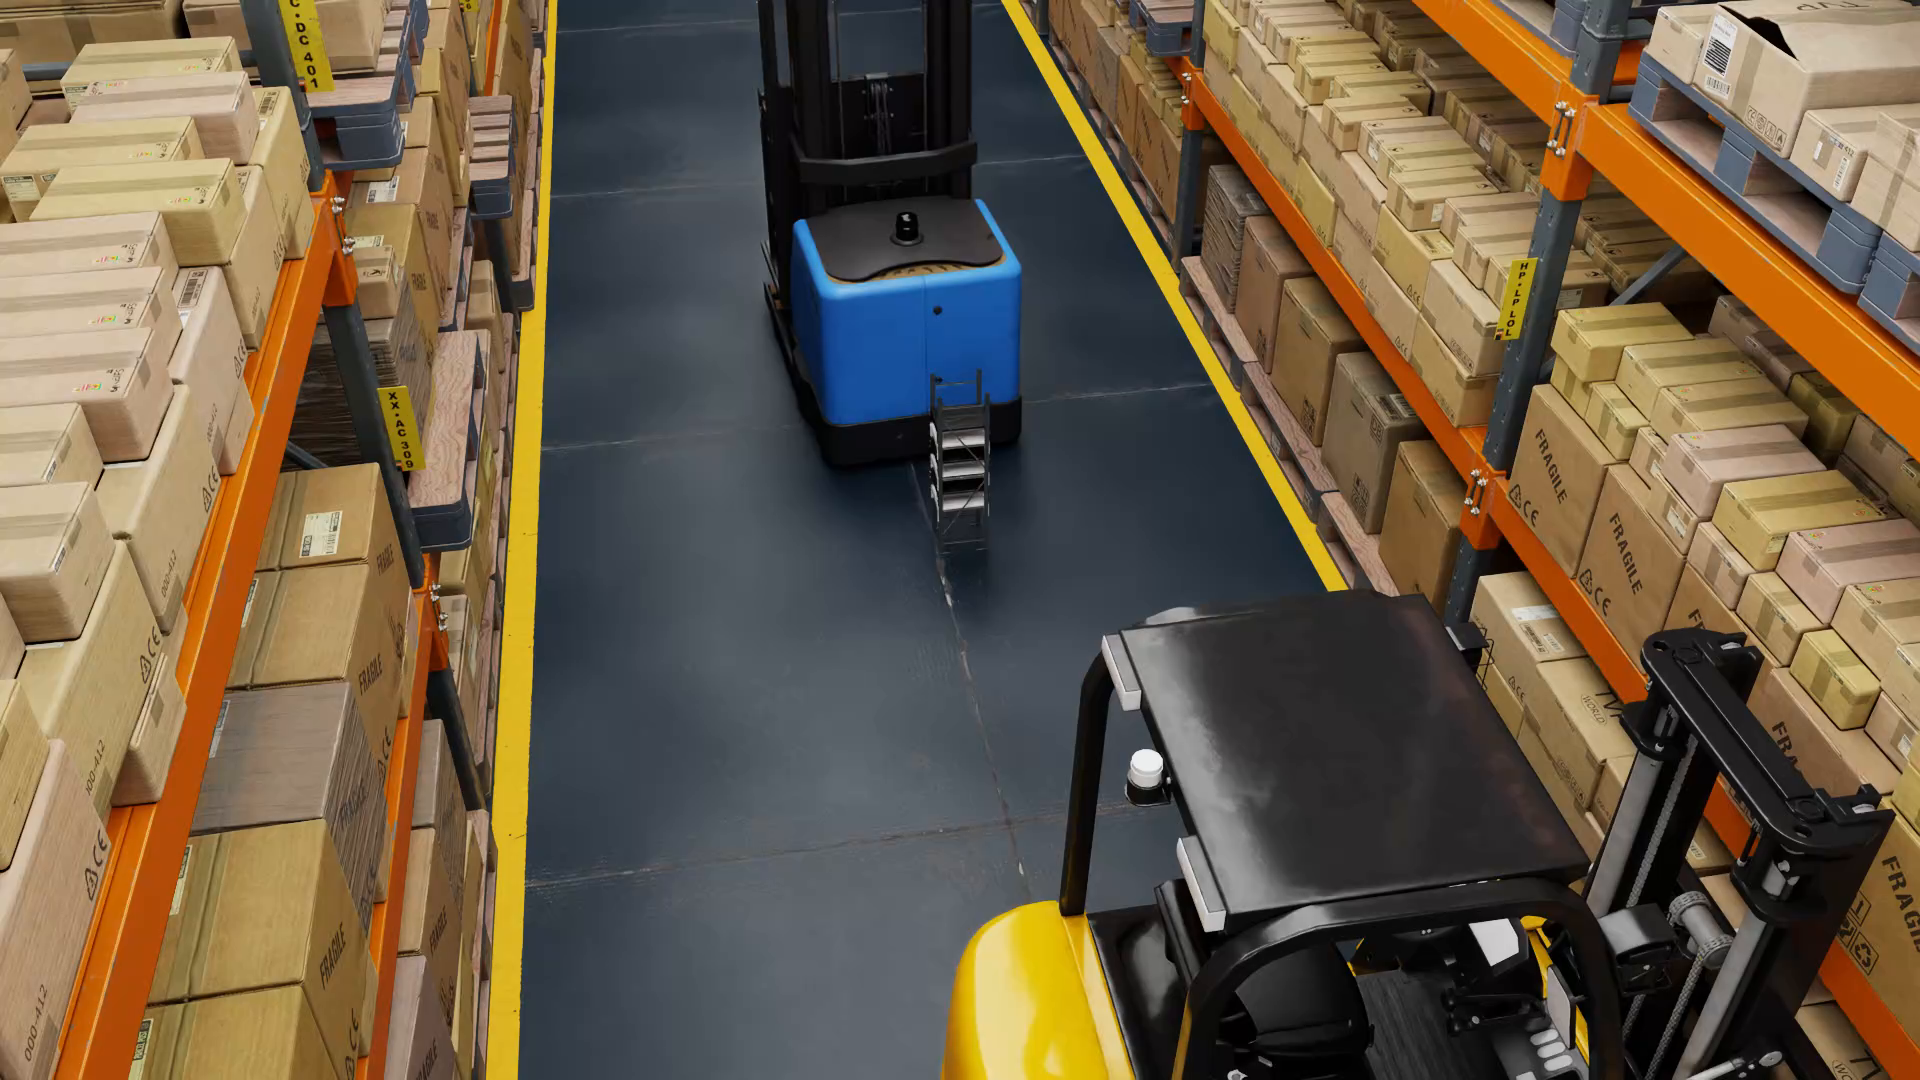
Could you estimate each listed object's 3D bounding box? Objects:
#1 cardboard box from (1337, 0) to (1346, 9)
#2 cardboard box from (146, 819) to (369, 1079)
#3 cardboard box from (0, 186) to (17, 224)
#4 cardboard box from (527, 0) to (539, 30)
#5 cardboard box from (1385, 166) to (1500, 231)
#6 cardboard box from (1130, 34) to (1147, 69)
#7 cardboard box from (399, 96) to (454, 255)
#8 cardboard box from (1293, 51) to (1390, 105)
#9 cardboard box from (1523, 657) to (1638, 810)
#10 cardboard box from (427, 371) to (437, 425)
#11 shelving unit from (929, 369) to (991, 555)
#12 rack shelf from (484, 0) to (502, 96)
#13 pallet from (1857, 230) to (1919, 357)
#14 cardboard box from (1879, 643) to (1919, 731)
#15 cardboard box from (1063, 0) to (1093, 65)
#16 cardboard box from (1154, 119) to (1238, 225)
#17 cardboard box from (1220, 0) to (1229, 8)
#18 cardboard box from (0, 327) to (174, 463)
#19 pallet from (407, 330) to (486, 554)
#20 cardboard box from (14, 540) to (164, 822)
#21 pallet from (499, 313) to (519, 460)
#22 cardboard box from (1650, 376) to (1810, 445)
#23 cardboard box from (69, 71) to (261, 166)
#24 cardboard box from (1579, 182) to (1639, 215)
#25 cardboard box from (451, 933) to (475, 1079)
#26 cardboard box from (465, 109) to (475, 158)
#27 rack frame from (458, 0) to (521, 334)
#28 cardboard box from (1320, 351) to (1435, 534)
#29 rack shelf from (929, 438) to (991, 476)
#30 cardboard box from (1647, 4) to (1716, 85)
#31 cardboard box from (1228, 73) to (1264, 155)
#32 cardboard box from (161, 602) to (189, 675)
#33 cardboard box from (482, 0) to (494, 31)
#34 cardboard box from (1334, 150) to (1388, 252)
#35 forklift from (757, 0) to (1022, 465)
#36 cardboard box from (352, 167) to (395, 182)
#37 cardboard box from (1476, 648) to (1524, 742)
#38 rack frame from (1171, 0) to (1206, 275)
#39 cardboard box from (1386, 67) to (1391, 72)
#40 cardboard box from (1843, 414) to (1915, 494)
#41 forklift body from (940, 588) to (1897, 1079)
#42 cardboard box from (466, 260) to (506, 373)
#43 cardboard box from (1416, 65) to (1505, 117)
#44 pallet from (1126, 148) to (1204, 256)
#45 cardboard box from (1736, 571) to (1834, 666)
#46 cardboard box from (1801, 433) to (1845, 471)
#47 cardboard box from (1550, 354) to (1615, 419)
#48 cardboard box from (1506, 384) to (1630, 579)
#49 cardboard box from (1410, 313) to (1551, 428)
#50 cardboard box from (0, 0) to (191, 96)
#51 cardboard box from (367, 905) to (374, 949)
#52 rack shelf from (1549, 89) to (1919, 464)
[{"bbox_3d":[2.227,-2.885,8.809,0.380,0.149,0.250,-5,38,-7],"label":"cardboard box"},{"bbox_3d":[-1.760,1.058,4.019,0.500,0.500,0.500,-7,38,-9],"label":"cardboard box"},{"bbox_3d":[-2.463,-0.595,3.906,0.500,0.250,0.500,-7,38,-8],"label":"cardboard box"},{"bbox_3d":[-3.777,-4.335,13.031,0.875,0.438,0.875,-7,38,-9],"label":"cardboard box"},{"bbox_3d":[2.007,-1.424,6.928,0.380,0.149,0.250,-7,38,-9],"label":"cardboard box"},{"bbox_3d":[1.352,-3.257,11.063,0.380,0.149,0.250,-7,38,-9],"label":"cardboard box"},{"bbox_3d":[-2.432,-1.507,6.978,0.500,0.500,0.500,-8,39,-10],"label":"cardboard box"},{"bbox_3d":[1.817,-2.203,7.931,0.380,0.149,0.250,-5,38,-7],"label":"cardboard box"},{"bbox_3d":[2.372,0.667,5.931,0.500,0.250,0.500,-6,38,-8],"label":"cardboard box"},{"bbox_3d":[-2.191,-0.544,6.268,0.380,0.149,0.250,-5,38,-7],"label":"cardboard box"},{"bbox_3d":[-0.001,-0.360,7.880,0.258,0.900,0.210,-6,38,-8],"label":"shelving unit"},{"bbox_3d":[-3.422,-3.298,10.537,1.077,0.370,4.000,-6,38,-8],"label":"rack shelf"},{"bbox_3d":[2.902,-0.396,3.842,1.003,0.211,1.213,-6,38,-8],"label":"pallet"},{"bbox_3d":[2.673,0.389,4.352,0.380,0.149,0.250,-6,38,-7],"label":"cardboard box"},{"bbox_3d":[1.080,-3.868,12.379,0.500,0.500,0.500,-7,38,-9],"label":"cardboard box"},{"bbox_3d":[1.529,-2.321,10.388,0.500,0.500,0.500,-5,38,-7],"label":"cardboard box"},{"bbox_3d":[1.581,-2.982,8.933,0.380,0.149,0.250,-5,38,-7],"label":"cardboard box"},{"bbox_3d":[-1.734,-0.264,3.155,0.380,0.149,0.250,-6,38,-7],"label":"cardboard box"},{"bbox_3d":[-2.361,-0.360,6.324,1.003,0.211,1.213,-6,38,-8],"label":"pallet"},{"bbox_3d":[-1.688,0.268,2.795,0.500,0.250,0.500,-5,38,-7],"label":"cardboard box"},{"bbox_3d":[-2.936,-0.801,9.009,1.003,0.211,1.213,-6,38,-8],"label":"pallet"},{"bbox_3d":[2.468,-0.382,5.344,0.380,0.149,0.250,-7,38,-9],"label":"cardboard box"},{"bbox_3d":[-1.978,-1.042,4.156,0.380,0.149,0.250,-7,38,-9],"label":"cardboard box"},{"bbox_3d":[2.627,-1.344,6.825,0.380,0.149,0.250,-6,38,-8],"label":"cardboard box"},{"bbox_3d":[-1.898,1.610,5.531,0.500,0.250,0.500,-7,38,-9],"label":"cardboard box"},{"bbox_3d":[-2.576,-1.967,8.099,0.380,0.149,0.250,-7,38,-8],"label":"cardboard box"},{"bbox_3d":[-3.071,-2.374,8.761,1.000,3.000,0.127,-6,38,-8],"label":"rack frame"},{"bbox_3d":[2.285,-0.506,7.949,0.875,0.625,0.625,-7,38,-8],"label":"cardboard box"},{"bbox_3d":[-0.001,-0.405,7.845,0.258,0.077,0.200,-6,38,-8],"label":"rack shelf"},{"bbox_3d":[2.296,-1.481,4.948,0.380,0.149,0.250,-5,38,-7],"label":"cardboard box"},{"bbox_3d":[1.735,-2.253,8.727,0.500,0.250,0.500,-7,38,-9],"label":"cardboard box"},{"bbox_3d":[-1.724,0.202,3.204,0.380,0.149,0.250,-7,38,-9],"label":"cardboard box"},{"bbox_3d":[-3.103,-3.263,10.028,0.500,0.250,0.500,-5,38,-6],"label":"cardboard box"},{"bbox_3d":[1.997,-1.521,7.378,0.500,0.250,0.500,-6,38,-7],"label":"cardboard box"},{"bbox_3d":[-0.539,-2.451,8.916,1.130,2.935,3.031,-9,39,-11],"label":"forklift"},{"bbox_3d":[-2.396,-1.504,6.446,0.380,0.149,0.250,-4,38,-5],"label":"cardboard box"},{"bbox_3d":[2.297,0.554,6.484,0.500,0.250,0.500,-6,38,-8],"label":"cardboard box"},{"bbox_3d":[1.815,-2.910,9.451,1.000,3.000,0.127,-6,38,-8],"label":"rack frame"},{"bbox_3d":[2.344,-2.196,8.246,0.500,0.250,0.500,-6,38,-8],"label":"cardboard box"},{"bbox_3d":[3.038,-0.288,5.223,0.380,0.149,0.250,-7,38,-9],"label":"cardboard box"},{"bbox_3d":[1.089,1.308,4.714,2.313,2.155,1.214,-6,38,-8],"label":"forklift body"},{"bbox_3d":[-2.982,-1.160,8.998,0.950,0.372,0.625,-9,39,-11],"label":"cardboard box"},{"bbox_3d":[2.359,-2.106,7.806,0.380,0.149,0.250,-5,38,-7],"label":"cardboard box"},{"bbox_3d":[1.721,-2.264,10.892,1.003,0.211,1.213,-6,38,-8],"label":"pallet"},{"bbox_3d":[2.509,0.207,4.828,0.380,0.149,0.250,-7,38,-9],"label":"cardboard box"},{"bbox_3d":[2.942,-0.315,5.501,0.380,0.149,0.250,-5,38,-7],"label":"cardboard box"},{"bbox_3d":[2.313,-0.569,5.827,0.380,0.149,0.250,-7,38,-9],"label":"cardboard box"},{"bbox_3d":[2.337,-0.238,5.929,0.500,0.500,0.500,-7,38,-9],"label":"cardboard box"},{"bbox_3d":[2.170,-0.711,6.743,0.500,0.250,0.500,-5,38,-7],"label":"cardboard box"},{"bbox_3d":[-2.615,-1.587,5.082,0.500,0.250,0.500,-7,38,-9],"label":"cardboard box"},{"bbox_3d":[-1.817,1.073,4.528,0.380,0.149,0.250,-7,38,-9],"label":"cardboard box"},{"bbox_3d":[2.867,-0.187,4.087,1.077,0.370,4.000,-6,38,-8],"label":"rack shelf"}]
